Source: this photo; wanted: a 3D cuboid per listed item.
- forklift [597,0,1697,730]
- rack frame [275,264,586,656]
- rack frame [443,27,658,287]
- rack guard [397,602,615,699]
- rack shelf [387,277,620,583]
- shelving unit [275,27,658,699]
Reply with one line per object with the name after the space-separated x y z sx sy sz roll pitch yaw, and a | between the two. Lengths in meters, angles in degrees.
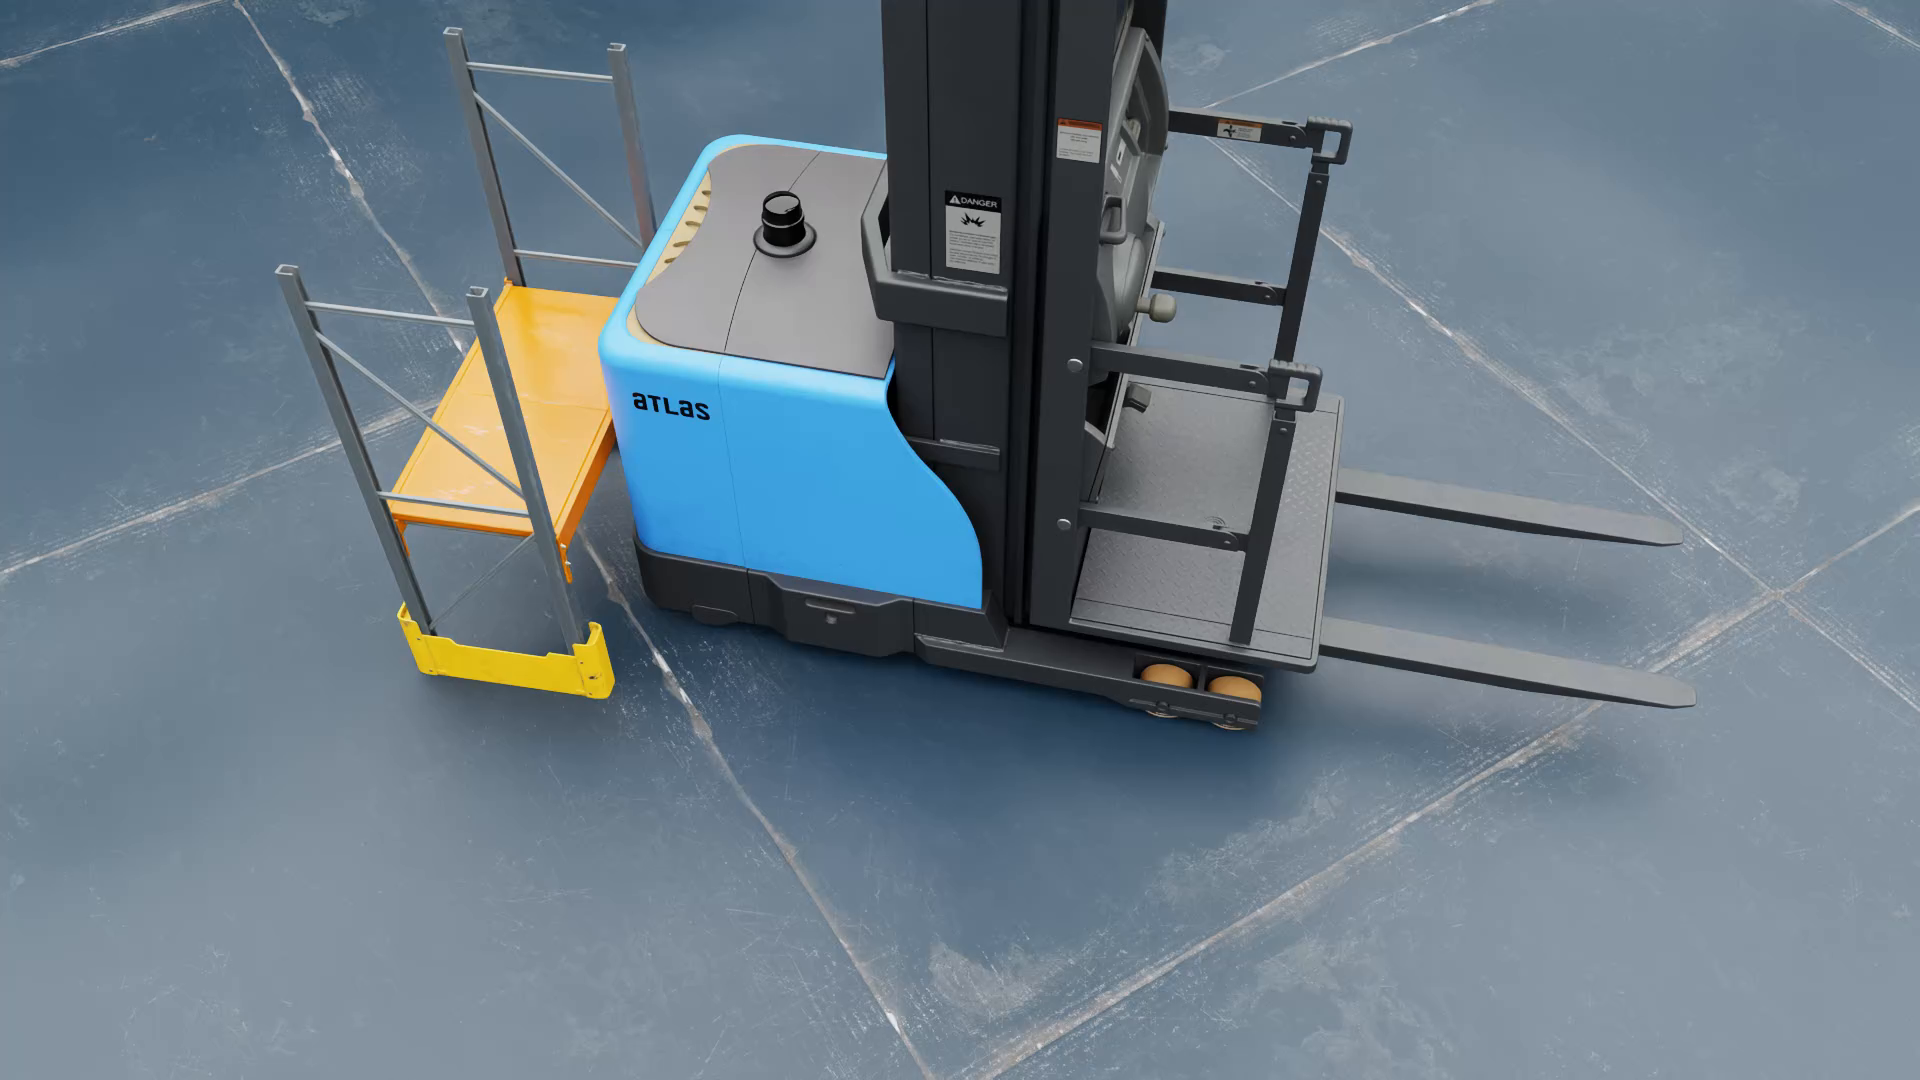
0.615 -0.870 4.062 3.031 2.935 1.130 10 49 9 | forklift
-1.310 -0.088 4.324 0.500 1.500 0.032 7 49 7 | rack frame
-1.134 -0.836 4.990 0.500 1.500 0.032 7 49 7 | rack frame
-1.306 0.313 4.803 0.587 0.250 0.087 7 49 7 | rack guard
-1.222 -0.343 4.791 0.538 0.185 1.000 7 49 7 | rack shelf
-1.220 -0.469 4.663 0.587 1.500 1.083 7 49 7 | shelving unit
